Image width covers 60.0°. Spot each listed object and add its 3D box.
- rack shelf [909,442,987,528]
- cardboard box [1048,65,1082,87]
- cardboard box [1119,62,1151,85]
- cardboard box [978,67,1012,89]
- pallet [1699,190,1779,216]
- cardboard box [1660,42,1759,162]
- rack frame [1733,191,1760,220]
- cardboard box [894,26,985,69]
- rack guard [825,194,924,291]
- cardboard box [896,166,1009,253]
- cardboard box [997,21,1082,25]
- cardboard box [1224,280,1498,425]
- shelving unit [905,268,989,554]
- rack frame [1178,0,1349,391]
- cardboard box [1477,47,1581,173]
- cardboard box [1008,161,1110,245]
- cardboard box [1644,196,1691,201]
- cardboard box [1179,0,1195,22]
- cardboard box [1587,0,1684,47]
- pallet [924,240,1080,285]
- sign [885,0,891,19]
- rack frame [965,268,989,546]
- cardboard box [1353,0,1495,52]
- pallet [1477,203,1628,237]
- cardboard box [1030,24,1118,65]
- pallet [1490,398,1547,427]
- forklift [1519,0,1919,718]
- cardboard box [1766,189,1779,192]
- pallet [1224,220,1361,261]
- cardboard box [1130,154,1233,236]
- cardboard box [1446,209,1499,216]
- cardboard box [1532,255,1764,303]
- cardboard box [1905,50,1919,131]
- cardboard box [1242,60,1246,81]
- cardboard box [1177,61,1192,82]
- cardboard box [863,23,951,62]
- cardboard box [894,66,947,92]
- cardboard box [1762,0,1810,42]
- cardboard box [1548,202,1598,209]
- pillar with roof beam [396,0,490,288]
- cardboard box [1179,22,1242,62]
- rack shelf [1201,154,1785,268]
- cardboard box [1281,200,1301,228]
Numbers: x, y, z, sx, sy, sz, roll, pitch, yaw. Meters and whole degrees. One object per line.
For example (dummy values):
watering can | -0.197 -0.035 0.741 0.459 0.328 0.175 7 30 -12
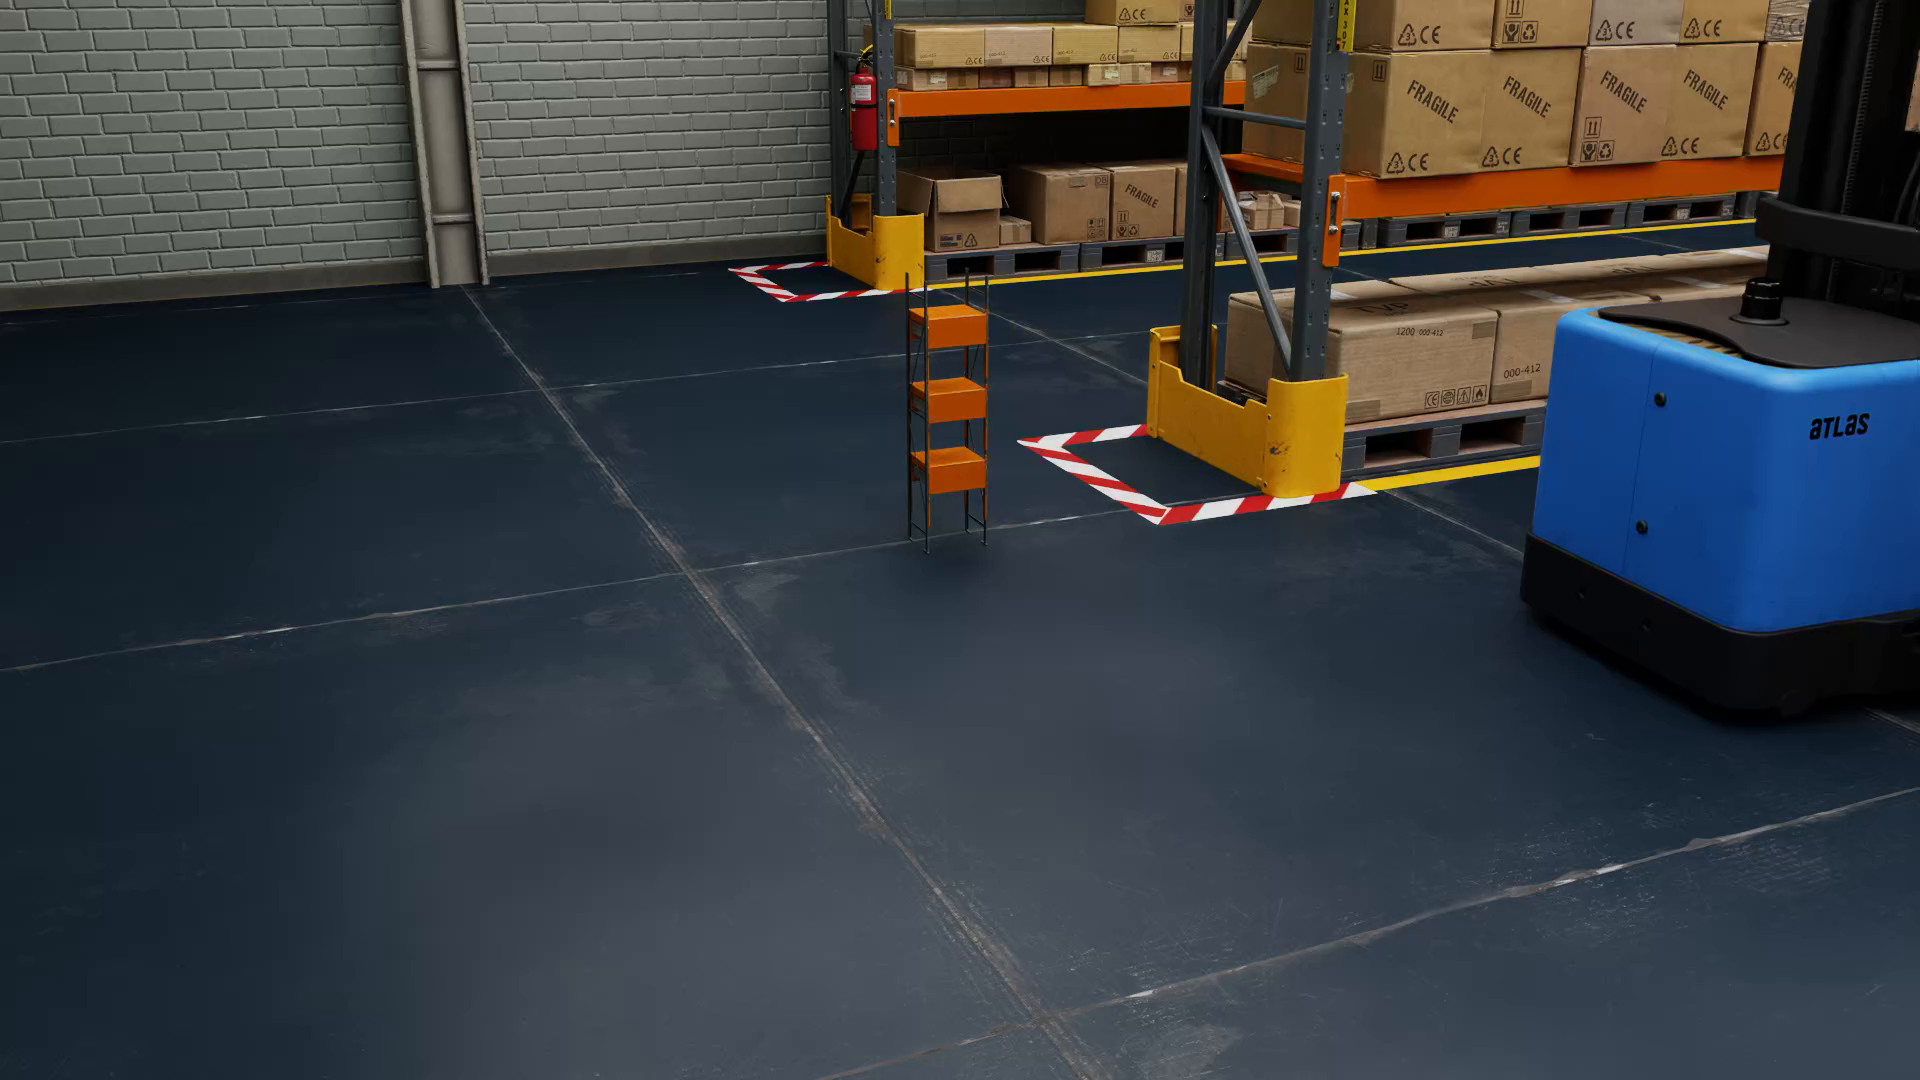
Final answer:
rack shelf | -0.049 -0.216 6.423 0.240 0.259 0.215 -8 21 -22
cardboard box | 0.667 -3.284 11.711 0.250 0.149 0.380 -8 21 -21
cardboard box | 1.162 -3.335 11.856 0.250 0.149 0.380 -8 21 -21
cardboard box | 0.169 -3.233 11.566 0.250 0.149 0.380 -8 21 -23
pallet | 7.433 -3.133 15.101 1.213 0.211 1.003 -8 21 -22
cardboard box | 3.221 -2.016 7.581 0.500 0.500 0.500 -7 21 -20
rack frame | 6.661 -4.351 14.364 0.127 3.000 1.000 -8 21 -22
cardboard box | -0.161 -3.346 11.287 0.500 0.250 0.500 -8 21 -22
rack guard | -0.615 -2.130 11.819 0.348 0.500 1.175 -8 21 -22
cardboard box | -0.085 -2.371 11.867 0.637 0.503 0.797 -9 21 -24
cardboard box | 0.563 -3.641 12.125 0.500 0.250 0.500 -7 21 -20
cardboard box | 1.852 -0.893 7.767 0.875 0.438 0.875 -9 21 -24
shelving unit | -0.049 -0.488 6.328 0.252 1.050 0.215 -8 21 -22
rack frame | 1.285 -1.786 7.078 0.127 3.000 1.000 -8 21 -22
cardboard box | 2.293 -1.884 7.205 0.500 0.500 0.500 -8 21 -23
cardboard box | 0.715 -2.470 12.153 0.500 0.500 0.700 -7 21 -20
cardboard box | 5.894 -3.187 14.188 0.500 0.500 0.500 -8 21 -23
cardboard box | 1.516 -4.134 12.395 0.500 0.500 0.500 -9 21 -23
cardboard box | 2.780 -2.421 7.226 0.500 0.500 0.500 -8 21 -22
pallet | 0.117 -2.099 12.166 1.213 0.211 1.003 -8 21 -22
sign | -0.469 -3.542 10.762 0.005 0.325 0.100 -8 21 -22
rack frame | 0.063 -0.504 6.373 0.008 1.050 0.200 -8 21 -22
cardboard box | 1.839 -2.281 6.828 0.500 0.500 0.500 -9 21 -23
pallet | 4.842 -2.790 14.129 1.213 0.211 1.003 -8 21 -22
cardboard box | 0.766 -3.480 11.668 0.500 0.250 0.500 -9 21 -23
pallet | 3.107 -0.759 8.359 1.213 0.211 1.003 -8 21 -22
forklift | 3.503 -1.136 5.336 3.031 2.935 1.130 -7 20 -18
cardboard box | 7.239 -3.507 14.910 0.625 0.625 0.875 -7 21 -20
pallet | 2.357 -2.420 13.077 1.213 0.211 1.003 -8 21 -22
cardboard box | 1.668 -2.607 12.541 0.500 0.500 0.700 -9 21 -24
cardboard box | 4.007 -2.912 13.408 0.500 0.500 0.500 -8 21 -23
cardboard box | 3.517 -1.134 8.451 0.875 0.438 0.875 -9 21 -24
cardboard box | 4.633 -2.220 8.161 0.500 0.500 0.500 -8 21 -21
cardboard box | 2.085 -3.479 12.265 0.250 0.149 0.380 -8 21 -21
cardboard box | 1.580 -3.437 12.146 0.250 0.149 0.380 -8 21 -21
cardboard box | -0.367 -3.510 11.752 0.500 0.250 0.500 -8 21 -20
cardboard box | -0.274 -3.140 11.302 0.250 0.149 0.380 -8 21 -22
cardboard box | 3.701 -2.551 7.593 0.500 0.500 0.500 -8 21 -21
cardboard box | 4.945 -3.043 13.779 0.500 0.500 0.500 -9 21 -24
pillar with roof beam | -1.812 -4.736 6.424 0.400 9.000 9.100 -8 21 -22
cardboard box | 1.700 -3.621 12.069 0.500 0.250 0.500 -8 21 -22
rack shelf | 3.122 -1.710 7.944 4.000 0.370 1.077 -8 21 -22
cardboard box | 2.593 -2.516 12.811 0.250 0.149 0.380 -9 21 -24
